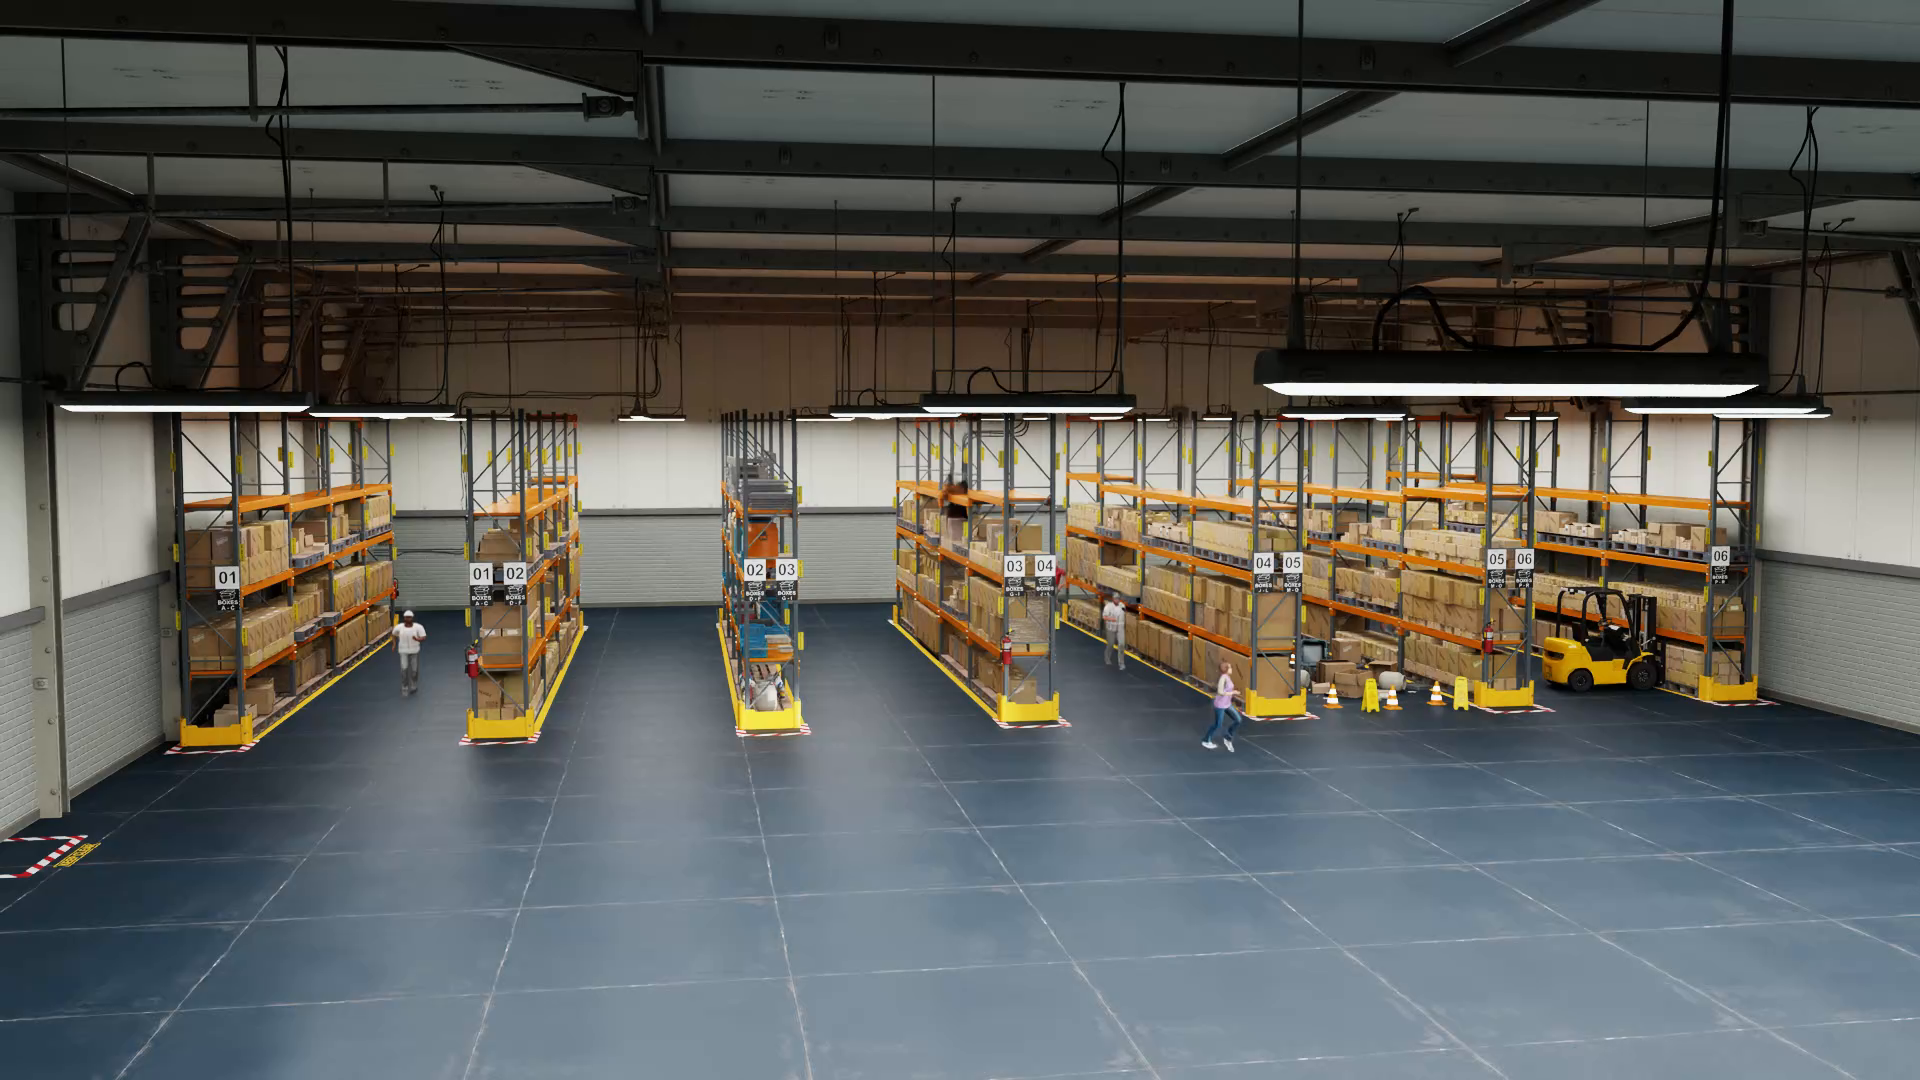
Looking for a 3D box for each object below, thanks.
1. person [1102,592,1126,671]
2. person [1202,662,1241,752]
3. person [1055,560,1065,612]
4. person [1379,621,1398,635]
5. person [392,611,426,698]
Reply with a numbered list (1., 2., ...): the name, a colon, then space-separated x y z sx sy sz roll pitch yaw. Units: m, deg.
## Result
1. person: 3.616 2.106 38.944 0.608 1.813 0.909 -1 4 -8
2. person: 4.553 2.911 28.981 0.717 1.597 0.505 2 5 30
3. person: 2.798 1.450 49.385 0.921 1.711 0.705 -3 5 -33
4. person: 11.556 1.763 44.761 0.557 1.714 0.691 -2 4 -23
5. person: -11.602 2.371 35.027 0.693 1.778 0.946 -1 4 -18
